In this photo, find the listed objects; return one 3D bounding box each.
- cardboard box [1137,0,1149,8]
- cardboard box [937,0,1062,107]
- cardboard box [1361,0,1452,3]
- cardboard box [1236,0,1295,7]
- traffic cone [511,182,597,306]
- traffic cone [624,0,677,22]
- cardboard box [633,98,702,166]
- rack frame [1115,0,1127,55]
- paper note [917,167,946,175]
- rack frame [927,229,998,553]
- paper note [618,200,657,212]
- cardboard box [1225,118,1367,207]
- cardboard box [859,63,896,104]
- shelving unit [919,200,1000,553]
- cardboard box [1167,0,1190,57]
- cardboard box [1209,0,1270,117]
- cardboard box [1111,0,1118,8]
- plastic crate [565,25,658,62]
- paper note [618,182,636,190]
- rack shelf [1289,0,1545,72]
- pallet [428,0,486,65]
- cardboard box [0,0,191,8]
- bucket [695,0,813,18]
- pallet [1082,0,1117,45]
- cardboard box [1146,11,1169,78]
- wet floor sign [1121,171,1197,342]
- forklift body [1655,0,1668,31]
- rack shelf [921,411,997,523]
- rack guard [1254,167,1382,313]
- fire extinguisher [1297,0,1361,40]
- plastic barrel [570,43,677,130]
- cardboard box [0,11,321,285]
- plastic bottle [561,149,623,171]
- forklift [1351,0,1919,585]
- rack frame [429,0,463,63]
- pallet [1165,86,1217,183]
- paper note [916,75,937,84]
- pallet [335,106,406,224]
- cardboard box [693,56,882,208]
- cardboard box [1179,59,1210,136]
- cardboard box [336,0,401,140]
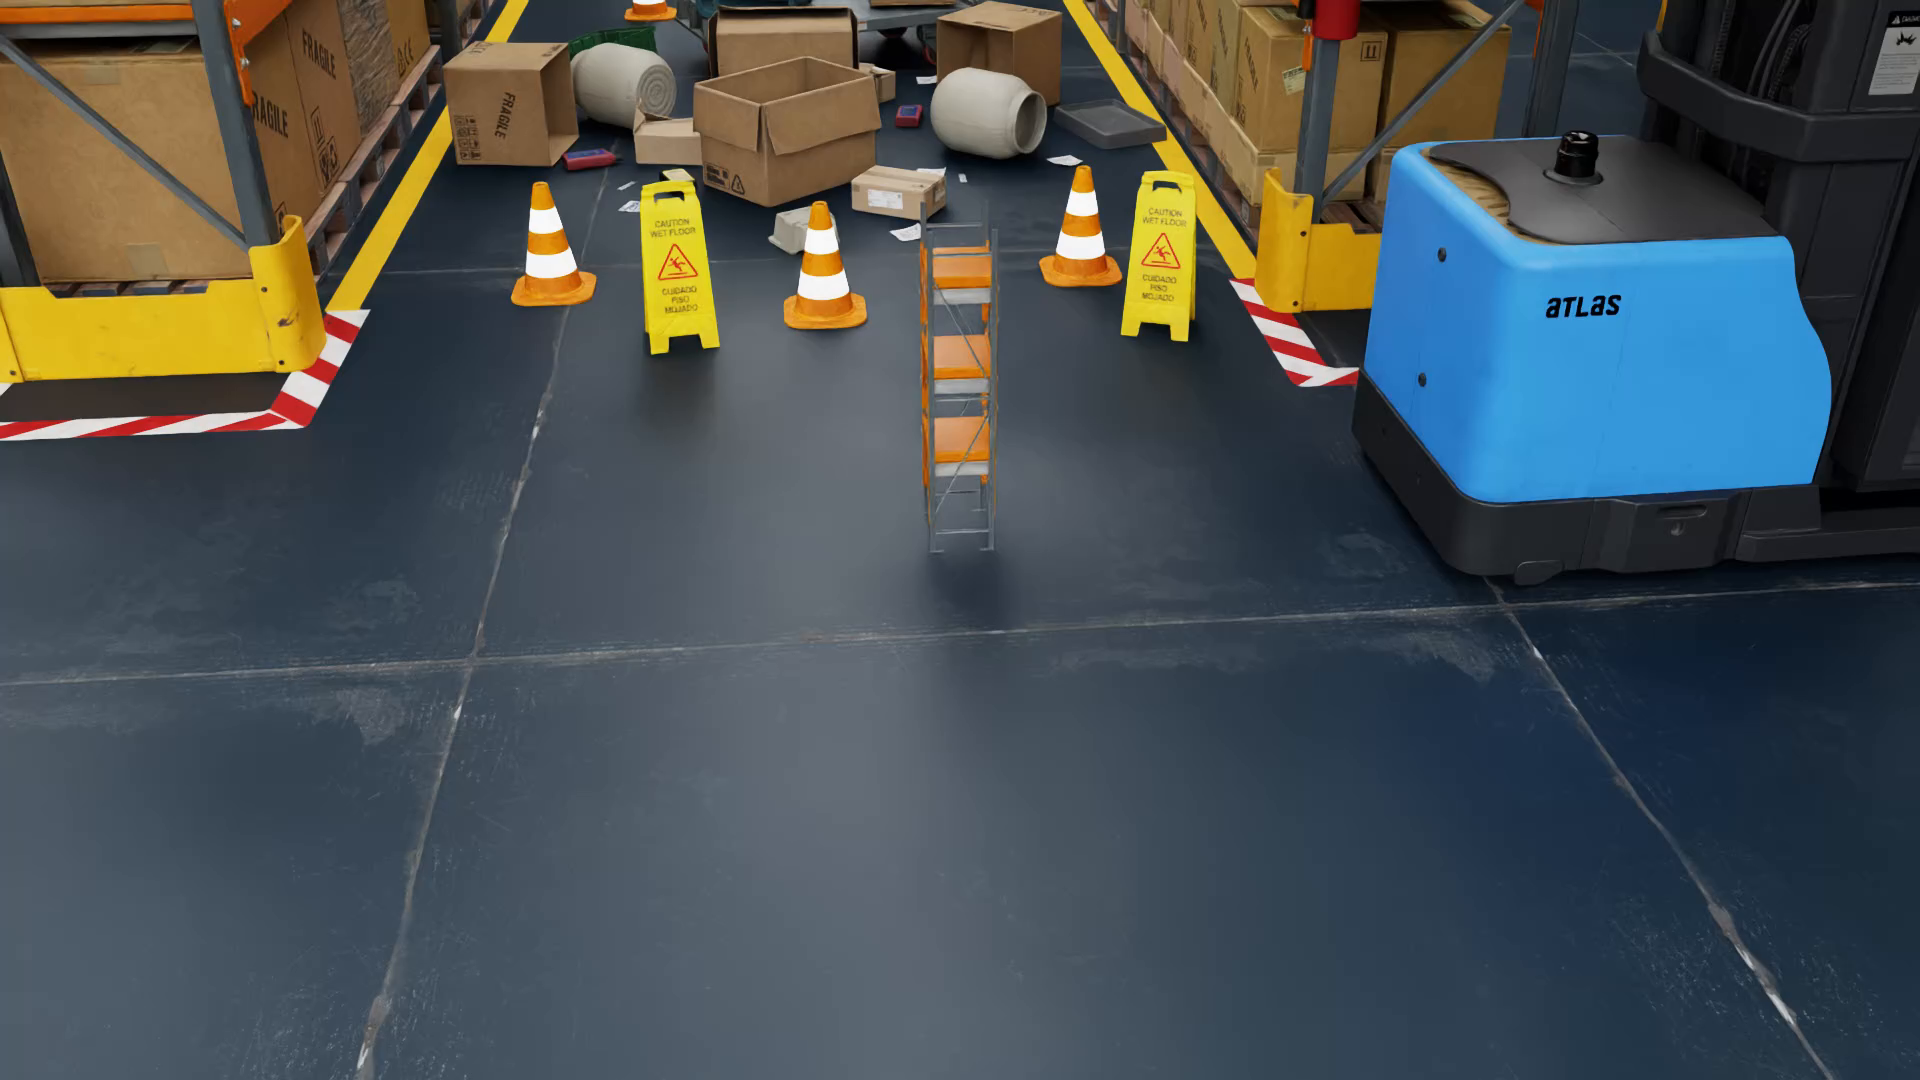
[{"bbox_3d":[1.258,-3.340,9.458,0.500,0.500,0.500,-1,31,-2],"label":"cardboard box"},{"bbox_3d":[0.217,-2.648,9.194,0.500,0.500,0.500,20,36,29],"label":"cardboard box"},{"bbox_3d":[1.989,-2.316,7.743,0.500,0.500,0.500,-4,31,-6],"label":"cardboard box"},{"bbox_3d":[1.410,-2.471,7.370,0.380,0.149,0.250,-2,31,-3],"label":"cardboard box"},{"bbox_3d":[-1.709,-1.252,6.894,0.336,0.463,0.334,-3,31,-5],"label":"traffic cone"},{"bbox_3d":[-2.069,-3.712,11.013,0.336,0.463,0.334,-3,31,-5],"label":"traffic cone"},{"bbox_3d":[-1.453,-2.081,8.475,0.396,0.266,0.258,2,31,4],"label":"cardboard box"},{"bbox_3d":[1.472,-4.333,9.578,1.000,3.000,0.127,-3,31,-5],"label":"rack frame"},{"bbox_3d":[-0.155,-1.839,8.310,0.148,0.019,0.142,8,32,13],"label":"paper note"},{"bbox_3d":[0.006,-0.416,4.922,0.200,1.050,0.008,-3,31,-5],"label":"rack frame"},{"bbox_3d":[-1.526,-1.587,7.879,0.144,0.017,0.142,8,32,13],"label":"paper note"},{"bbox_3d":[1.500,-1.702,7.447,0.500,0.250,0.500,-3,31,-5],"label":"cardboard box"},{"bbox_3d":[-0.589,-2.640,9.411,0.396,0.266,0.258,27,40,37],"label":"cardboard box"},{"bbox_3d":[-0.005,-0.478,5.027,0.215,1.050,0.252,-3,31,-5],"label":"shelving unit"},{"bbox_3d":[1.366,-2.803,8.558,0.500,0.500,0.500,-1,31,-2],"label":"cardboard box"},{"bbox_3d":[1.459,-2.275,7.674,0.500,0.500,0.500,-2,31,-3],"label":"cardboard box"},{"bbox_3d":[1.420,-3.652,10.593,0.950,0.372,0.625,-2,31,-4],"label":"cardboard box"},{"bbox_3d":[-2.127,-2.835,9.758,0.450,0.188,0.662,4,30,26],"label":"plastic crate"},{"bbox_3d":[-1.633,-1.736,8.146,0.032,0.001,0.123,13,33,21],"label":"paper note"},{"bbox_3d":[1.658,-3.003,8.053,1.077,0.370,4.000,-3,31,-5],"label":"rack shelf"},{"bbox_3d":[-3.595,-3.237,10.464,1.003,0.211,1.213,-3,31,-5],"label":"pallet"},{"bbox_3d":[-3.153,-2.253,5.951,0.875,0.550,0.550,-3,31,-5],"label":"cardboard box"},{"bbox_3d":[-1.139,-3.332,9.613,0.726,0.611,0.620,8,22,13],"label":"bucket"},{"bbox_3d":[1.397,-3.533,10.959,1.003,0.211,1.213,-3,31,-5],"label":"pallet"},{"bbox_3d":[1.319,-2.746,9.194,0.500,0.250,0.500,-1,31,-2],"label":"cardboard box"},{"bbox_3d":[0.798,-1.131,6.515,0.267,0.644,0.232,8,32,13],"label":"wet floor sign"},{"bbox_3d":[4.793,-3.046,8.253,2.313,2.155,1.214,-3,31,-5],"label":"forklift body"},{"bbox_3d":[-0.005,-0.230,5.174,0.215,0.259,0.240,-3,31,-5],"label":"rack shelf"},{"bbox_3d":[1.838,-1.256,6.865,1.175,0.500,0.348,-3,31,-5],"label":"rack guard"},{"bbox_3d":[1.397,-2.177,6.044,0.296,0.674,0.183,-3,31,-5],"label":"fire extinguisher"},{"bbox_3d":[-1.814,-2.432,8.909,0.512,0.421,0.421,20,36,29],"label":"plastic barrel"},{"bbox_3d":[-3.203,-1.613,6.687,0.875,0.875,0.875,-3,31,-4],"label":"cardboard box"},{"bbox_3d":[-1.862,-1.931,8.424,0.283,0.061,0.133,-14,33,-22],"label":"plastic bottle"},{"bbox_3d":[2.906,-1.447,4.815,3.031,2.935,1.130,-4,31,-6],"label":"forklift"},{"bbox_3d":[-3.447,-4.044,9.095,1.000,3.000,0.127,-3,31,-5],"label":"rack frame"},{"bbox_3d":[1.687,-2.170,8.677,1.003,0.211,1.213,-3,31,-5],"label":"pallet"},{"bbox_3d":[-0.178,-2.706,9.750,0.148,0.019,0.142,-3,31,-5],"label":"paper note"},{"bbox_3d":[-3.337,-1.830,8.109,1.003,0.211,1.213,-3,31,-5],"label":"pallet"},{"bbox_3d":[-0.839,-1.994,8.098,0.637,0.503,0.797,27,40,37],"label":"cardboard box"},{"bbox_3d":[1.407,-2.222,8.316,0.500,0.250,0.500,-4,31,-6],"label":"cardboard box"},{"bbox_3d":[-3.370,-2.527,8.219,0.875,0.875,0.875,-3,31,-4],"label":"cardboard box"}]
